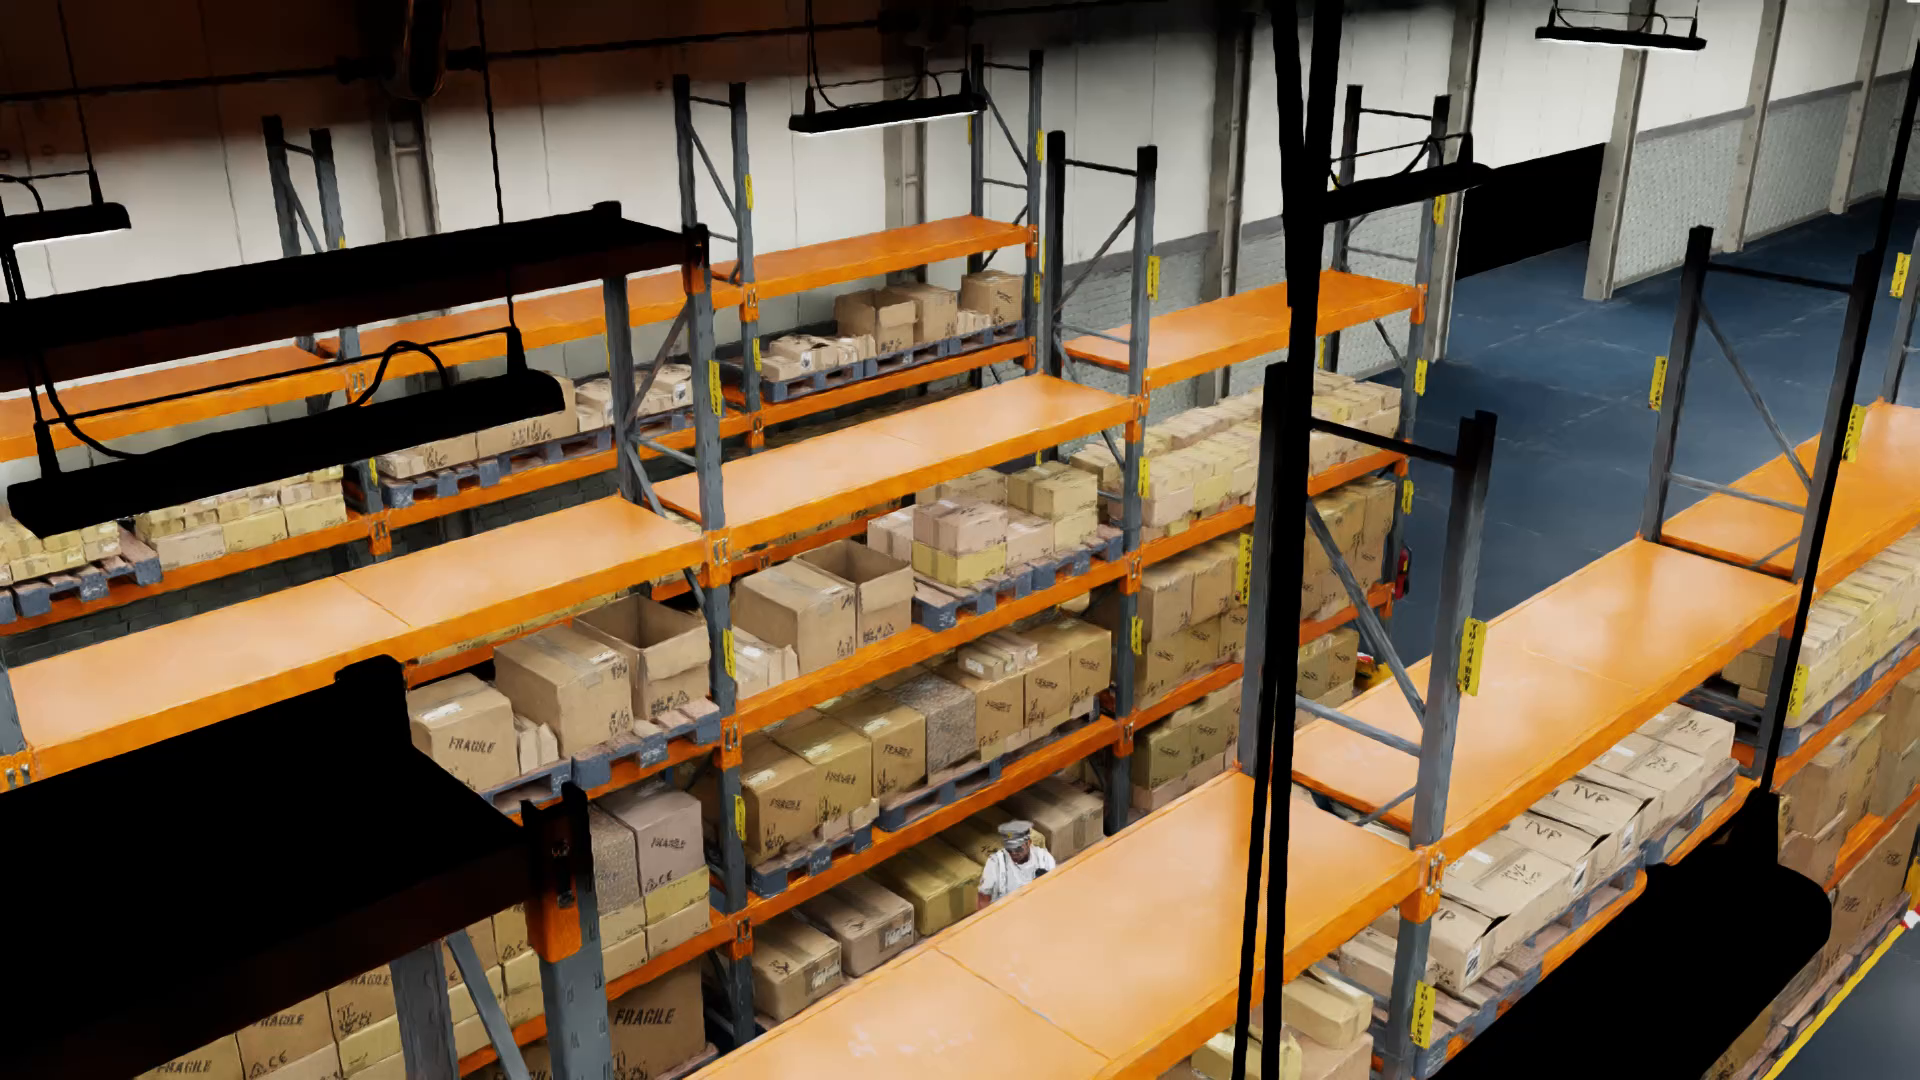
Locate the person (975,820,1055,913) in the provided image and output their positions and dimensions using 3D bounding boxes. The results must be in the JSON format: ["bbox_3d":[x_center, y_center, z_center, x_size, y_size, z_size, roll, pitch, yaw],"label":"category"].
[{"bbox_3d":[0.413,2.772,11.826,0.669,1.744,0.591,-8,24,-18],"label":"person"}]
